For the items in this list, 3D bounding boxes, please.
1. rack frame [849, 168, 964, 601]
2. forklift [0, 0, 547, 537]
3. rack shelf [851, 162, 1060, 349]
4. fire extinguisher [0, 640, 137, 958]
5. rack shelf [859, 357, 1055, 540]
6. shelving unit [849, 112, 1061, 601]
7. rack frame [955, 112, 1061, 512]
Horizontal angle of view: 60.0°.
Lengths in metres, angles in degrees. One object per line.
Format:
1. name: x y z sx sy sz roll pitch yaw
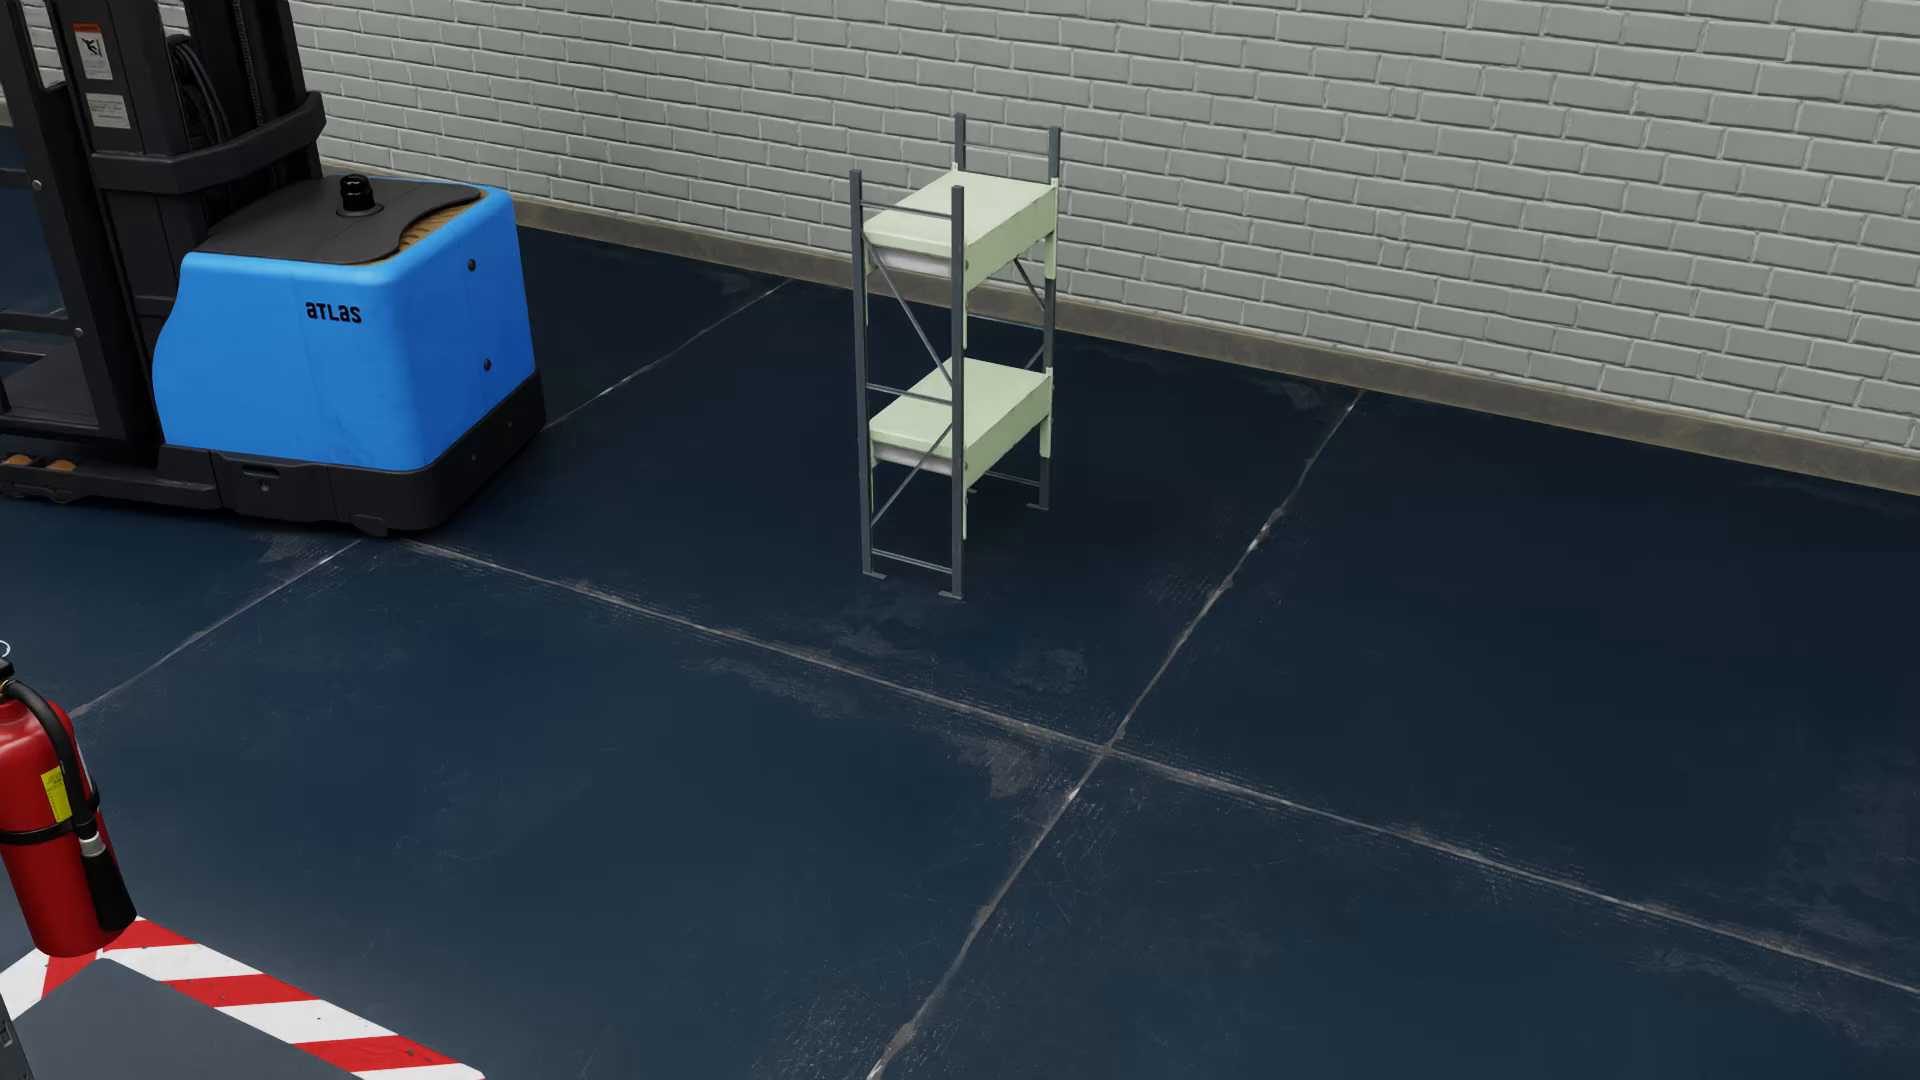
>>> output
1. rack frame: -0.170 -0.485 5.589 0.400 1.500 0.023 14 33 23
2. forklift: -3.306 -1.661 6.200 3.031 2.935 1.130 7 31 12
3. rack shelf: -0.003 -0.986 5.677 0.431 0.370 0.720 14 33 23
4. fire extinguisher: -1.635 0.432 2.938 0.296 0.674 0.183 14 33 23
5. rack shelf: -0.003 -0.365 6.034 0.431 0.370 0.720 14 33 23
6. shelving unit: -0.003 -0.647 5.871 0.431 1.500 0.755 14 33 23
7. rack frame: 0.164 -0.810 6.154 0.400 1.500 0.023 14 33 23
